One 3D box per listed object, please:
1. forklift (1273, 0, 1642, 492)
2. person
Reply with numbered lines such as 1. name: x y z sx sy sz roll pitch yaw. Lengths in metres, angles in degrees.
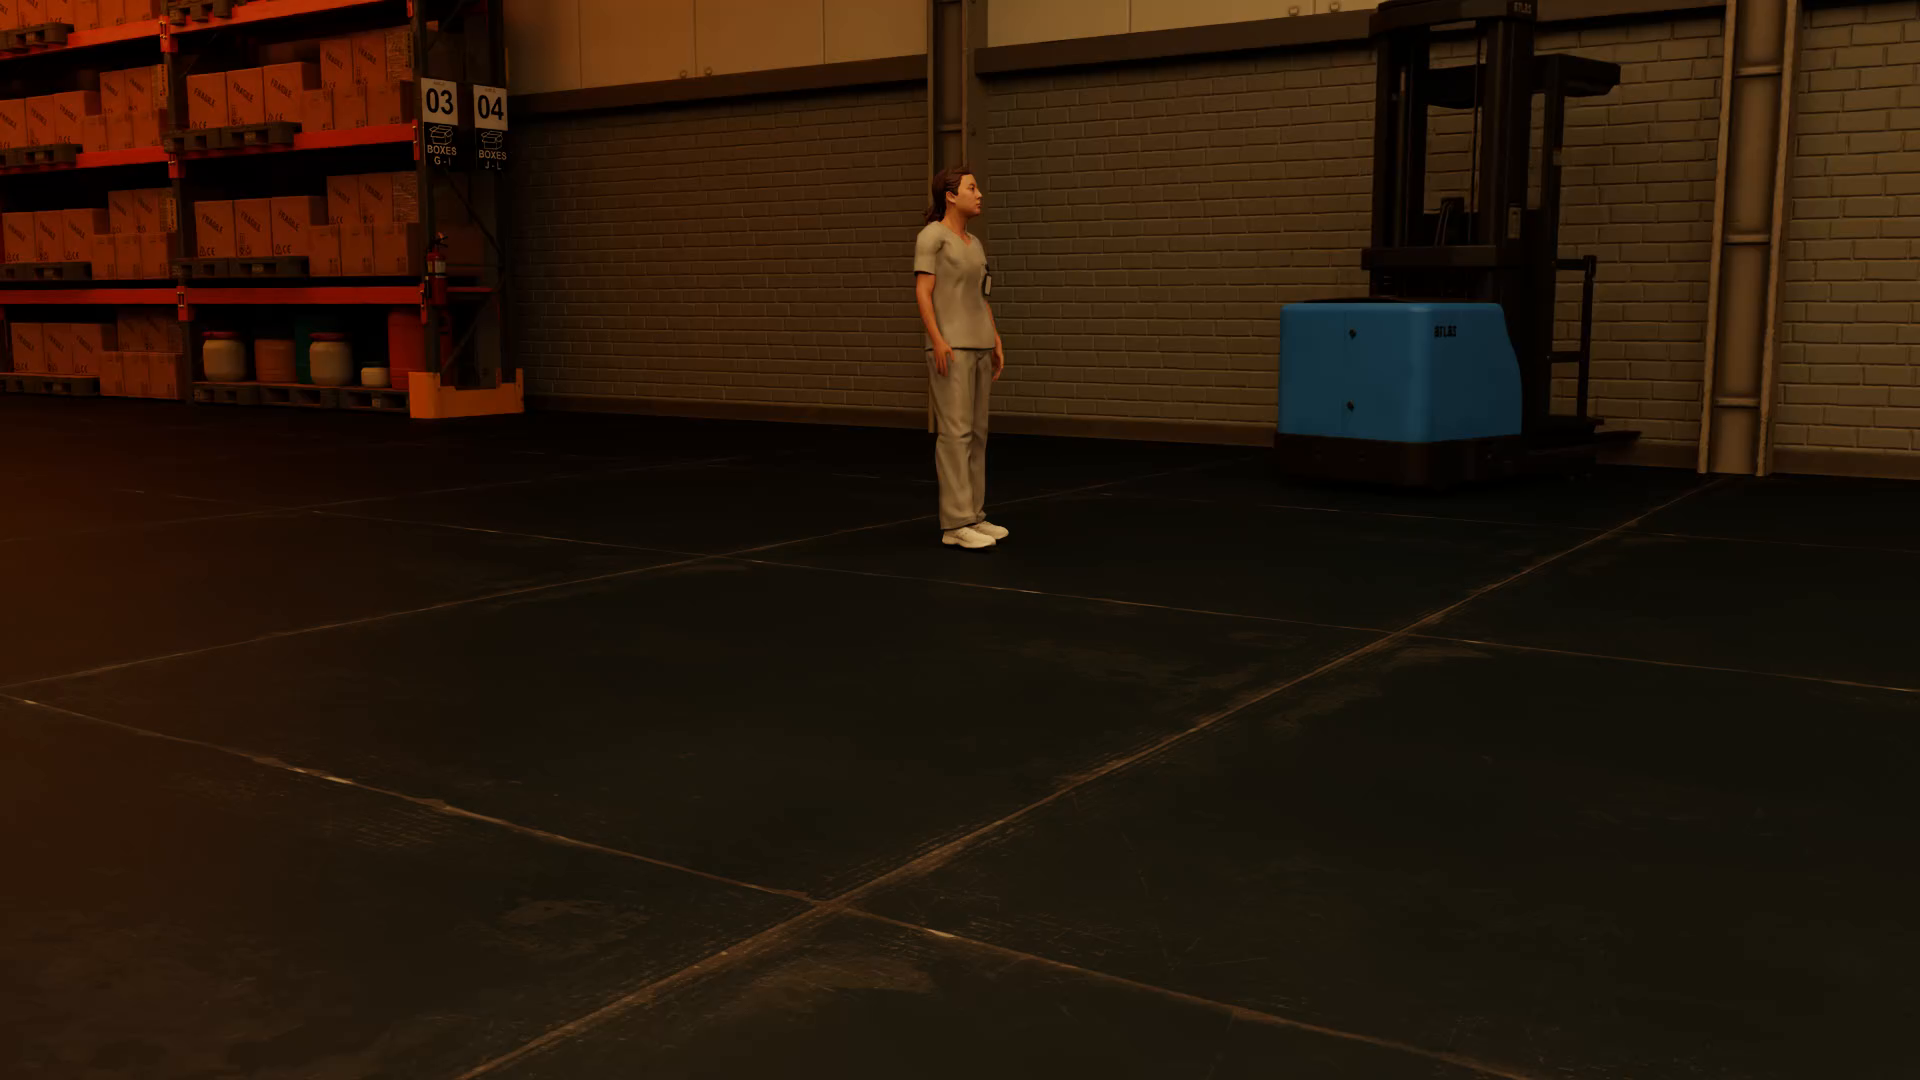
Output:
1. forklift: 3.310 -1.864 10.302 3.031 2.935 1.130 -7 11 -41
2. person: 0.053 -0.830 7.433 0.549 1.675 0.549 5 10 34
